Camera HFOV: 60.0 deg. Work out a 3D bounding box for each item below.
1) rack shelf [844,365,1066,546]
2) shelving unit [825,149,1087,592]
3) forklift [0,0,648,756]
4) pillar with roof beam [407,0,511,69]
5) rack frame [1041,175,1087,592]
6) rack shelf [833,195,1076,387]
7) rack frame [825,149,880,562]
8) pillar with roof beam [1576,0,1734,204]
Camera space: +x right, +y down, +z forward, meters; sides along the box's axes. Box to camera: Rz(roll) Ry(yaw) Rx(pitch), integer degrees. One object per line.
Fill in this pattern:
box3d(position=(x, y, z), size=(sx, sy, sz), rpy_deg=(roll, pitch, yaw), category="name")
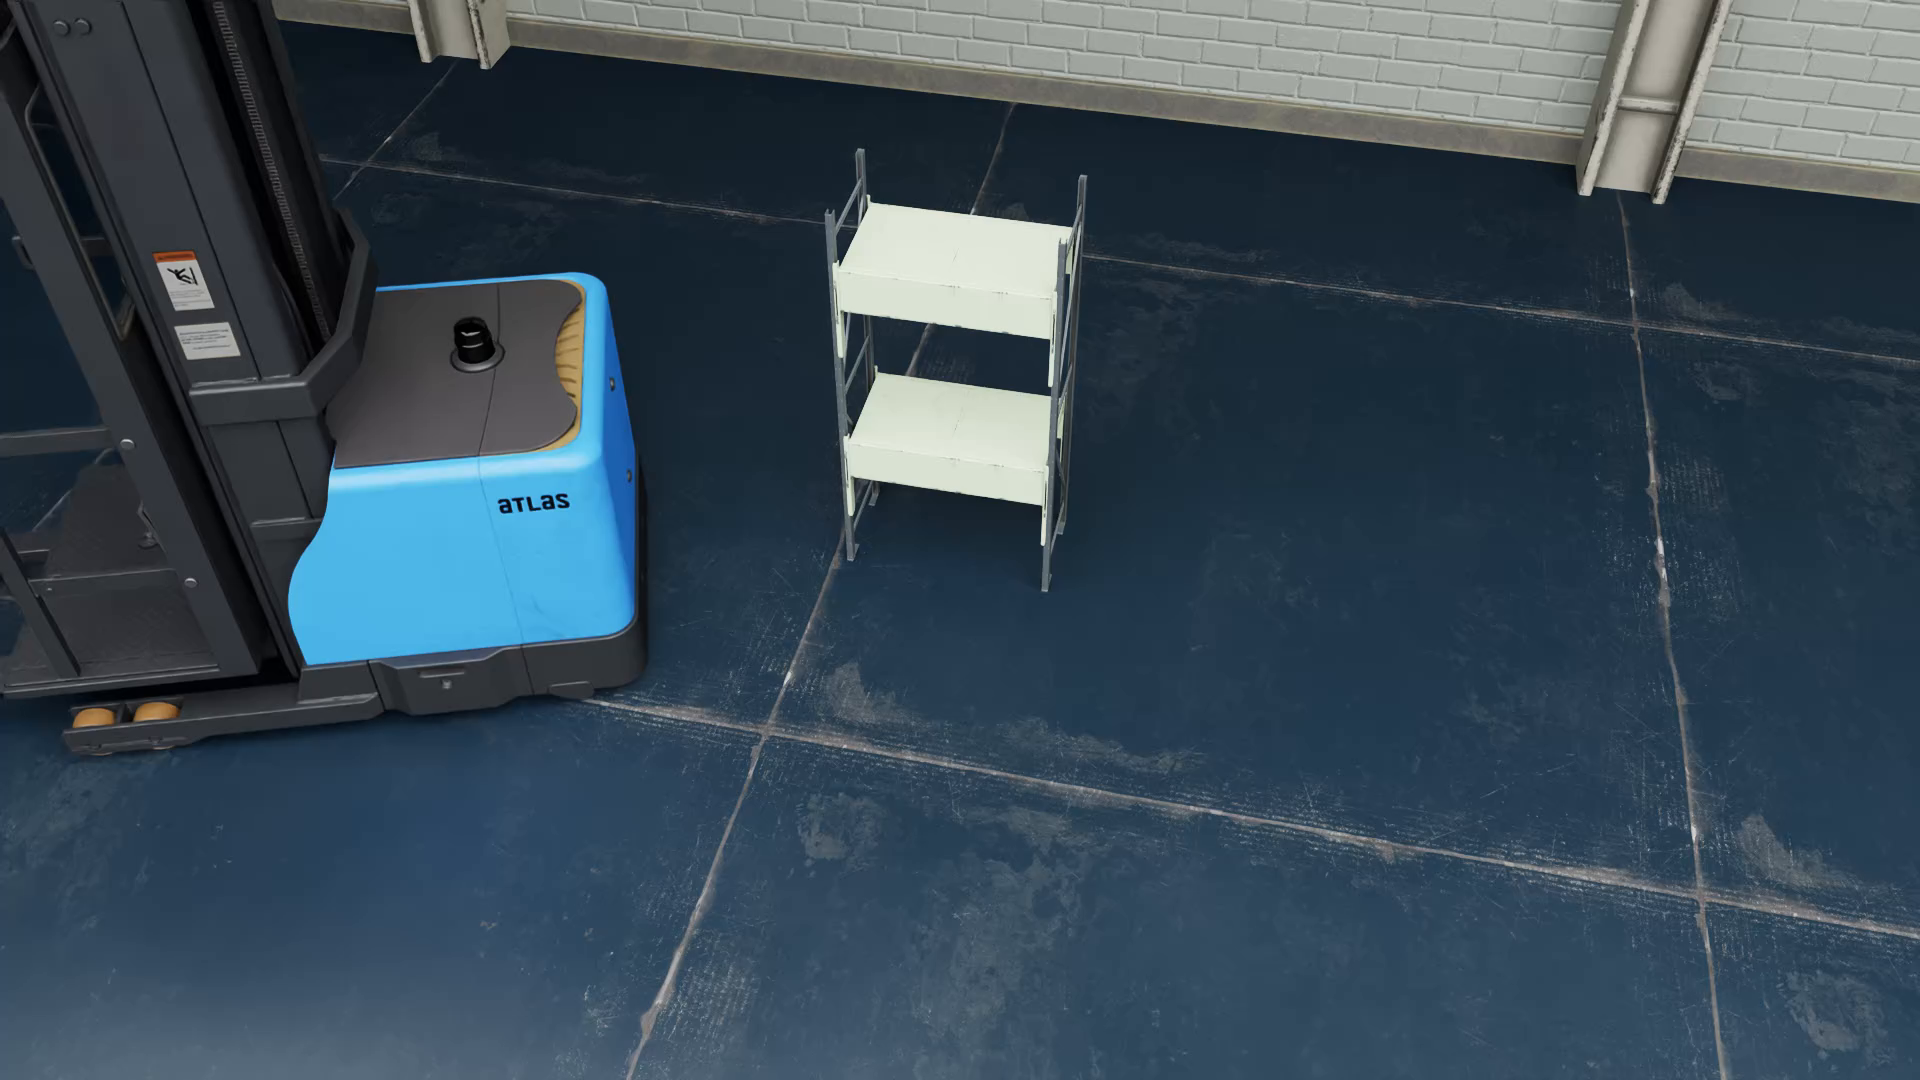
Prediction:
box3d(position=(-0.007, -0.306, 5.957), size=(0.720, 0.370, 0.431), rpy_deg=(9, 45, 9), category="rack shelf")
box3d(position=(-0.007, -0.541, 5.731), size=(0.755, 1.500, 0.431), rpy_deg=(9, 45, 9), category="shelving unit")
box3d(position=(-2.632, -0.735, 4.900), size=(3.031, 2.935, 1.130), rpy_deg=(-5, 44, -6), category="forklift")
box3d(position=(-3.604, -2.969, 2.845), size=(0.400, 9.000, 9.100), rpy_deg=(9, 45, 9), category="pillar with roof beam")
box3d(position=(0.351, -0.486, 5.673), size=(0.023, 1.500, 0.400), rpy_deg=(9, 45, 9), category="rack frame")
box3d(position=(-0.007, -0.823, 5.460), size=(0.720, 0.370, 0.431), rpy_deg=(9, 45, 9), category="rack shelf")
box3d(position=(-0.364, -0.597, 5.789), size=(0.023, 1.500, 0.400), rpy_deg=(9, 45, 9), category="rack frame")
box3d(position=(2.251, -2.060, 1.901), size=(0.400, 9.000, 9.100), rpy_deg=(9, 45, 9), category="pillar with roof beam")
